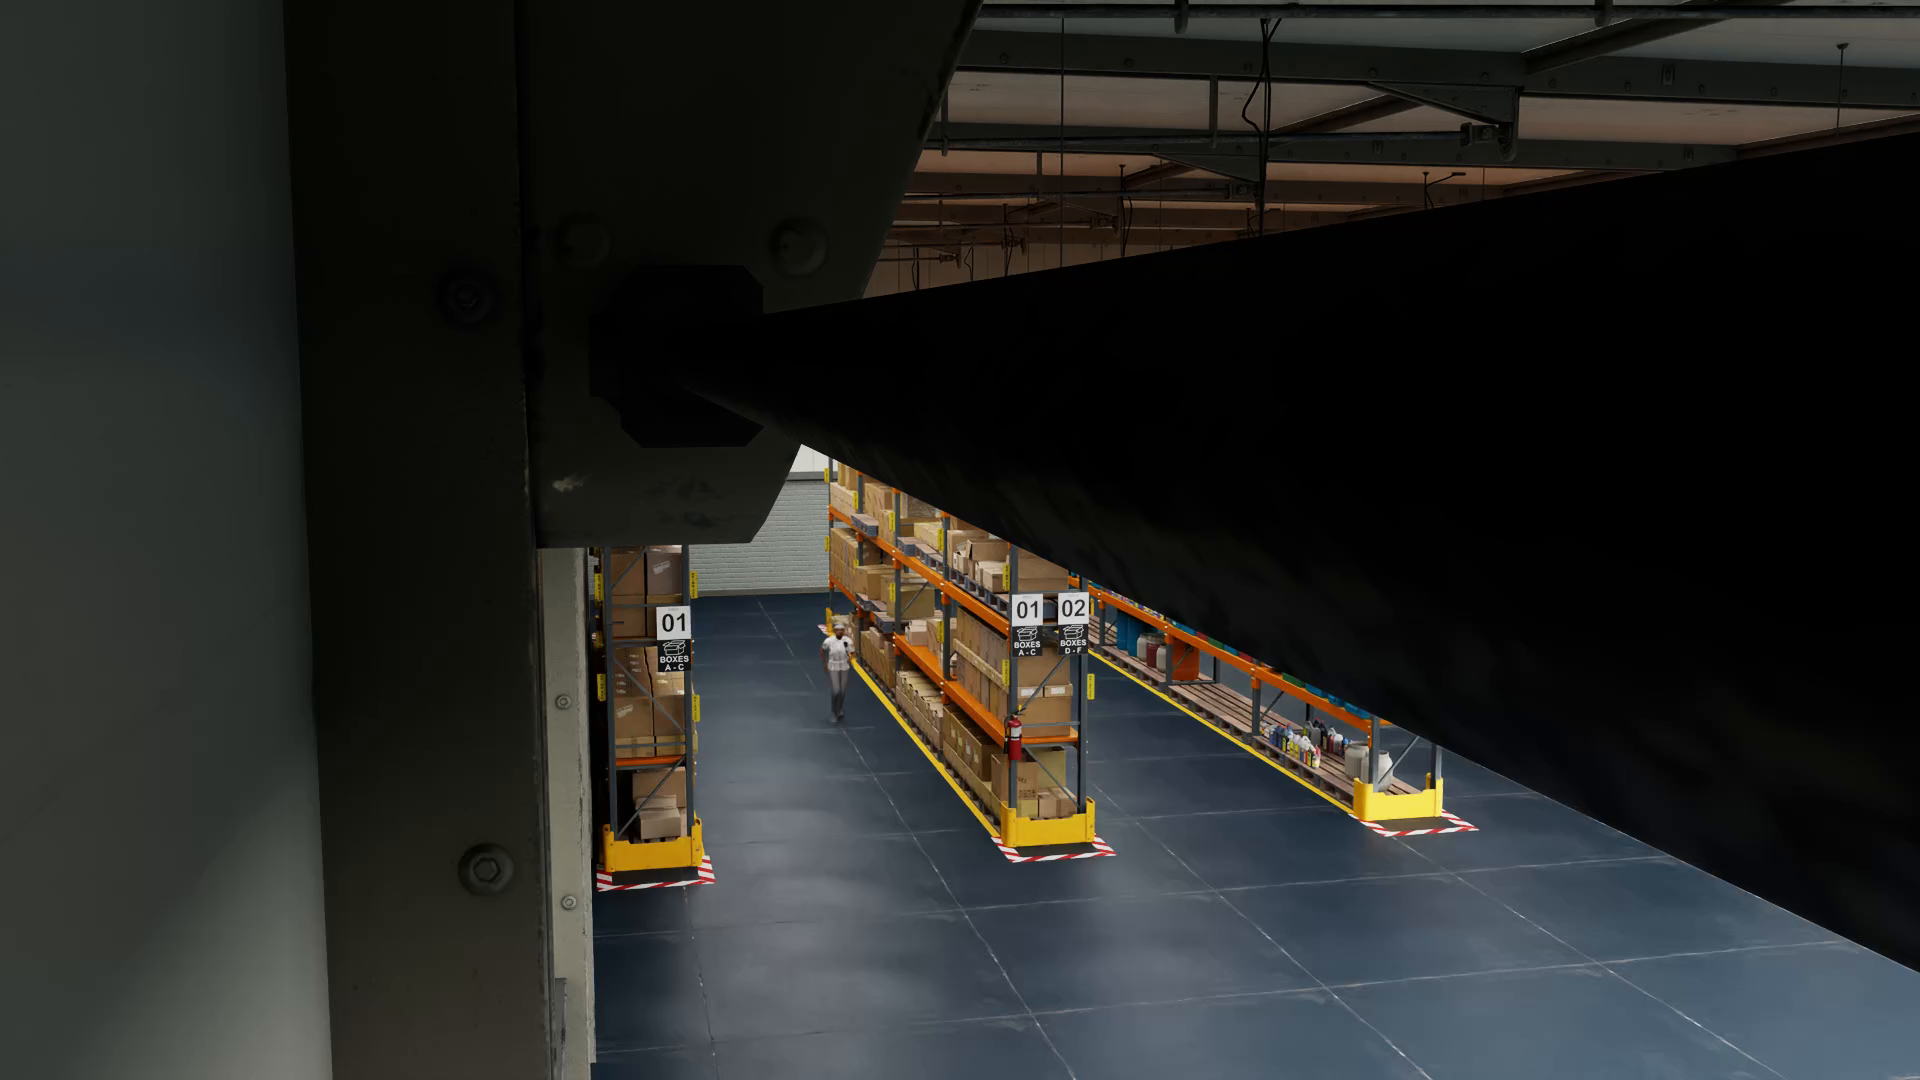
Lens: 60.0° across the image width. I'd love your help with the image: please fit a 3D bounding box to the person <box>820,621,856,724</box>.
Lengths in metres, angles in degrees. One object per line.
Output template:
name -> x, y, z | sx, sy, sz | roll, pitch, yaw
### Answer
person -> -2.018, 2.208, 27.849 | 0.572, 1.743, 0.728 | -2, 7, -15
